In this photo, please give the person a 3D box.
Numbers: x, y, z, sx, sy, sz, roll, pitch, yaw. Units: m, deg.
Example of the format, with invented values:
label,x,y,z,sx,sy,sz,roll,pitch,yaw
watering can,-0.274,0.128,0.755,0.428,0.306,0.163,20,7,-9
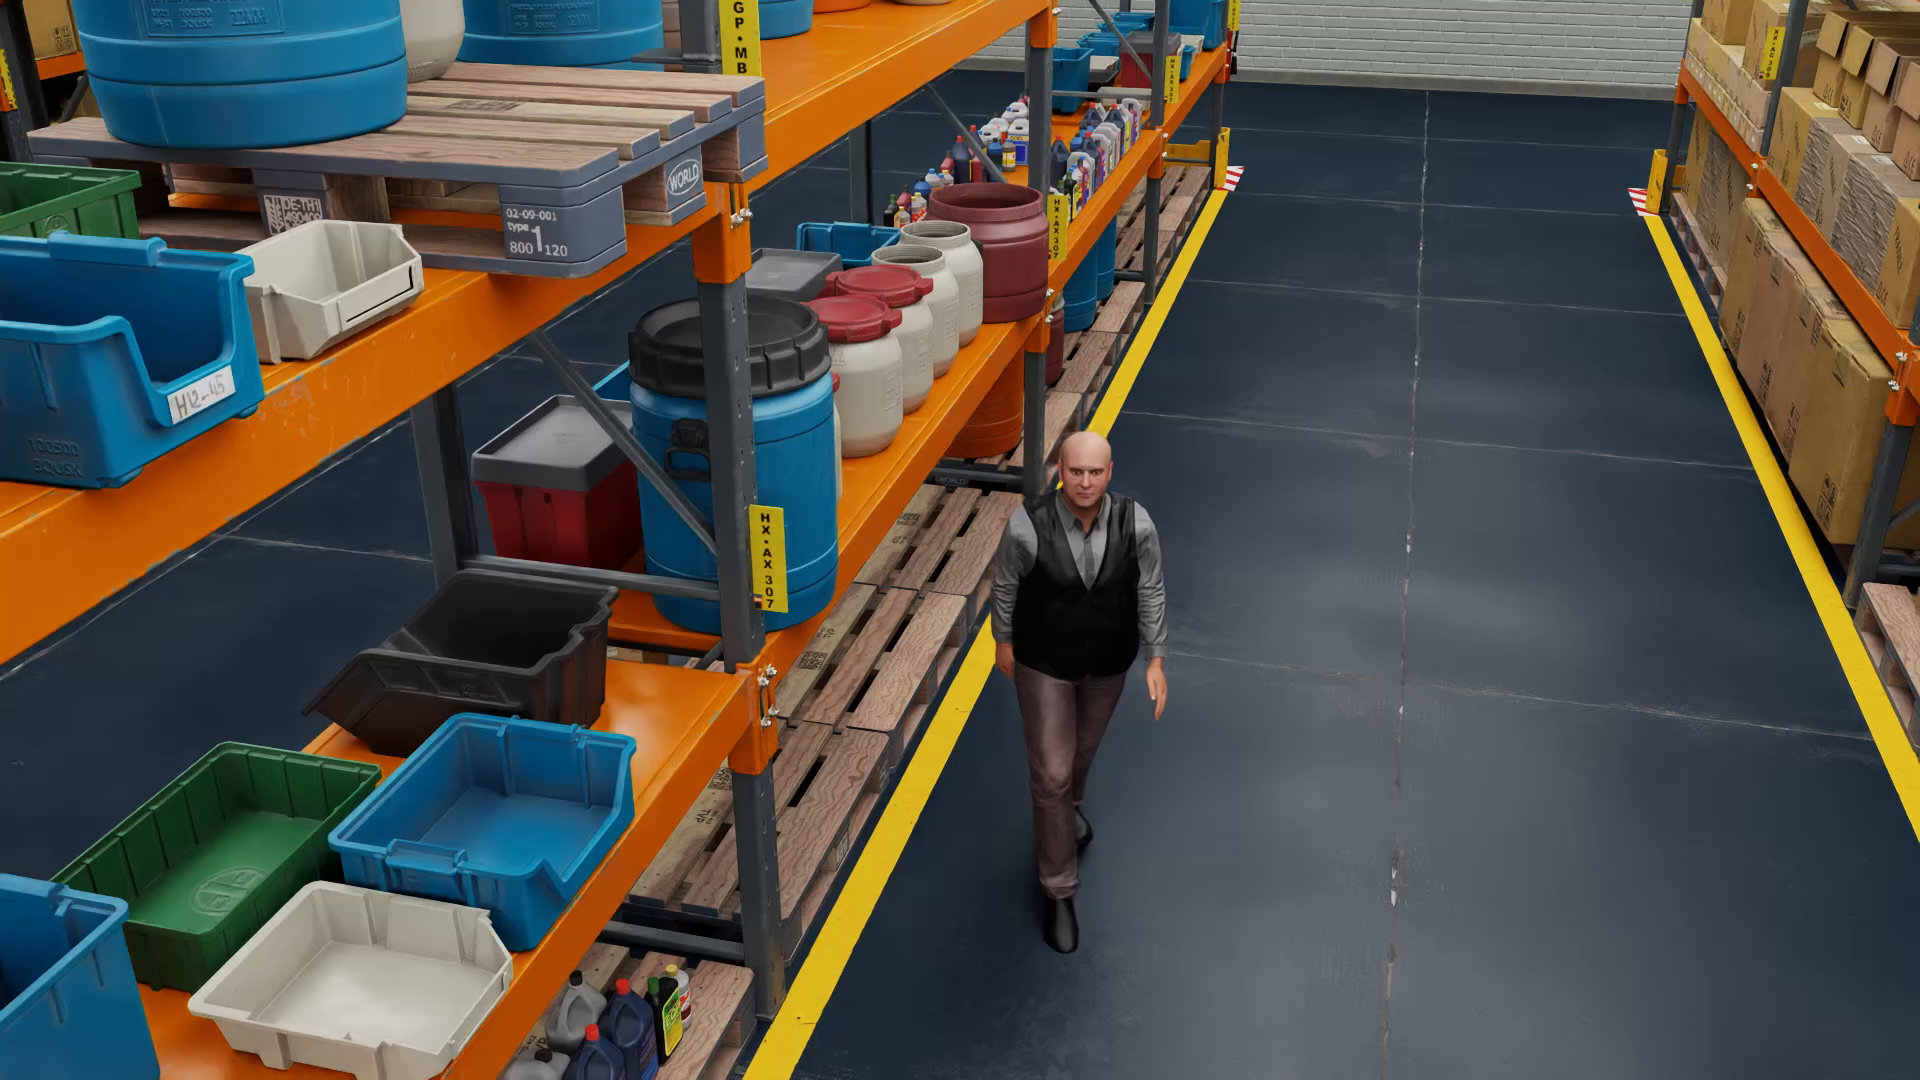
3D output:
label,x,y,z,sx,sy,sz,roll,pitch,yaw
person,0.412,0.454,5.688,0.567,1.745,0.832,-5,26,-11
